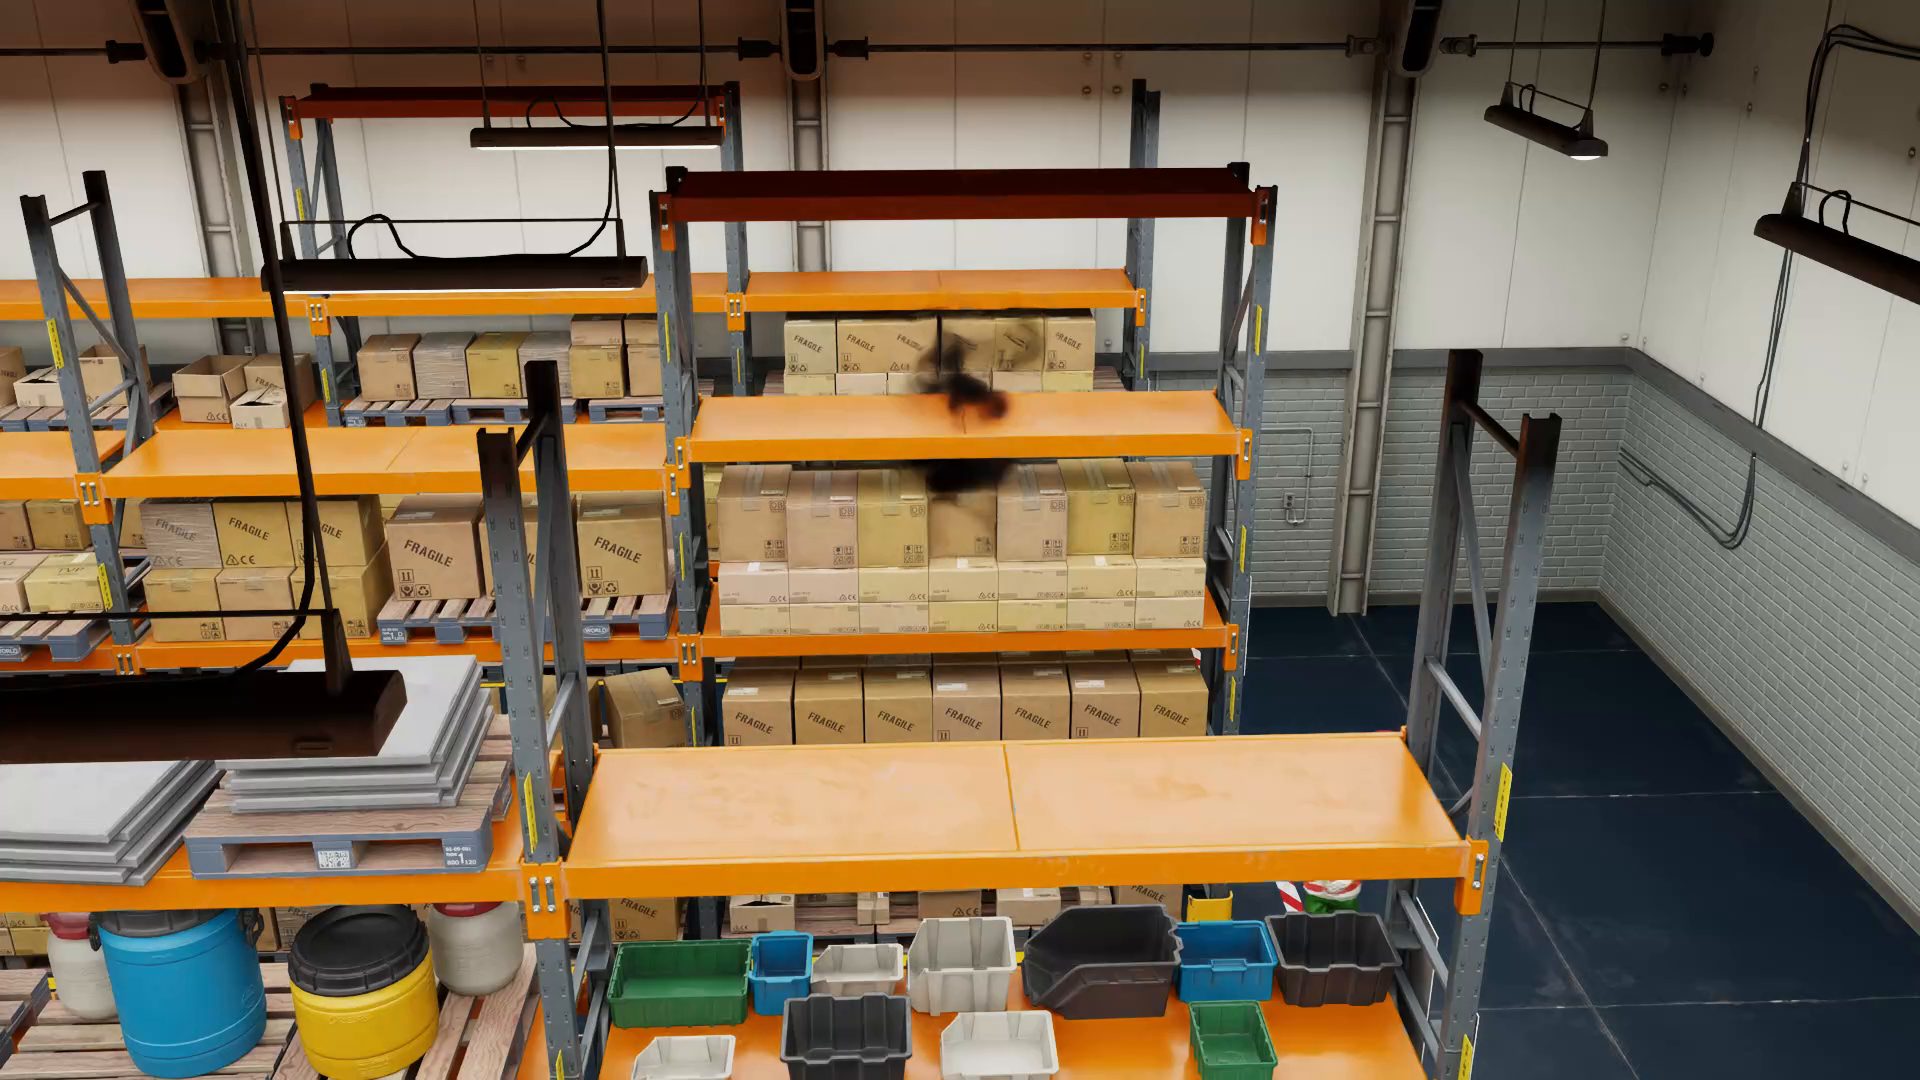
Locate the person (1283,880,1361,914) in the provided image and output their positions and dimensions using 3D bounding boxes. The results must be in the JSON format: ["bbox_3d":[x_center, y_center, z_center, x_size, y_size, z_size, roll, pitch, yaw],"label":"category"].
[{"bbox_3d":[2.596,2.549,11.856,0.726,1.760,0.868,12,25,27],"label":"person"}]
